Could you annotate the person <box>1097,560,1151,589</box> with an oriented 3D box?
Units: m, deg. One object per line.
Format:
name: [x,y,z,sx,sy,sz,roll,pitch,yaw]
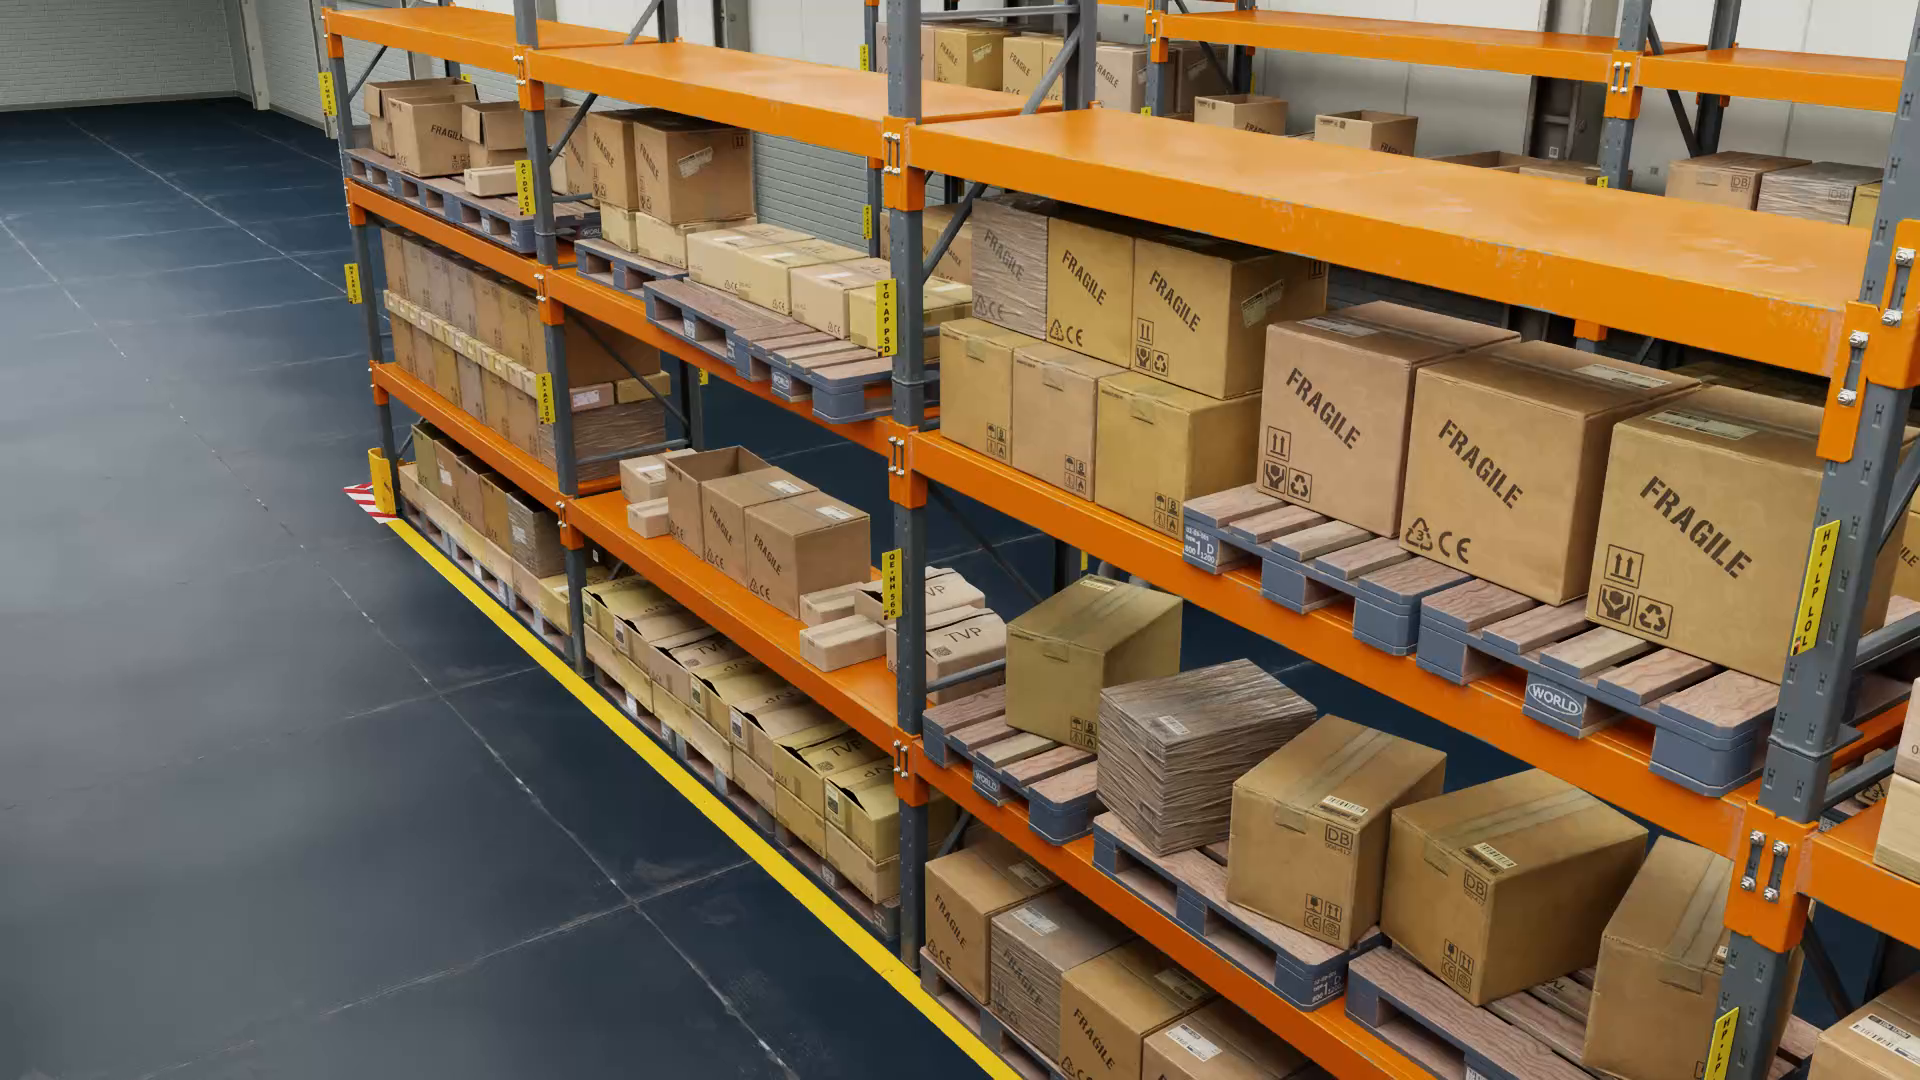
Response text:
person: [1.331,0.028,12.182,0.951,1.025,0.492,-16,27,-35]
